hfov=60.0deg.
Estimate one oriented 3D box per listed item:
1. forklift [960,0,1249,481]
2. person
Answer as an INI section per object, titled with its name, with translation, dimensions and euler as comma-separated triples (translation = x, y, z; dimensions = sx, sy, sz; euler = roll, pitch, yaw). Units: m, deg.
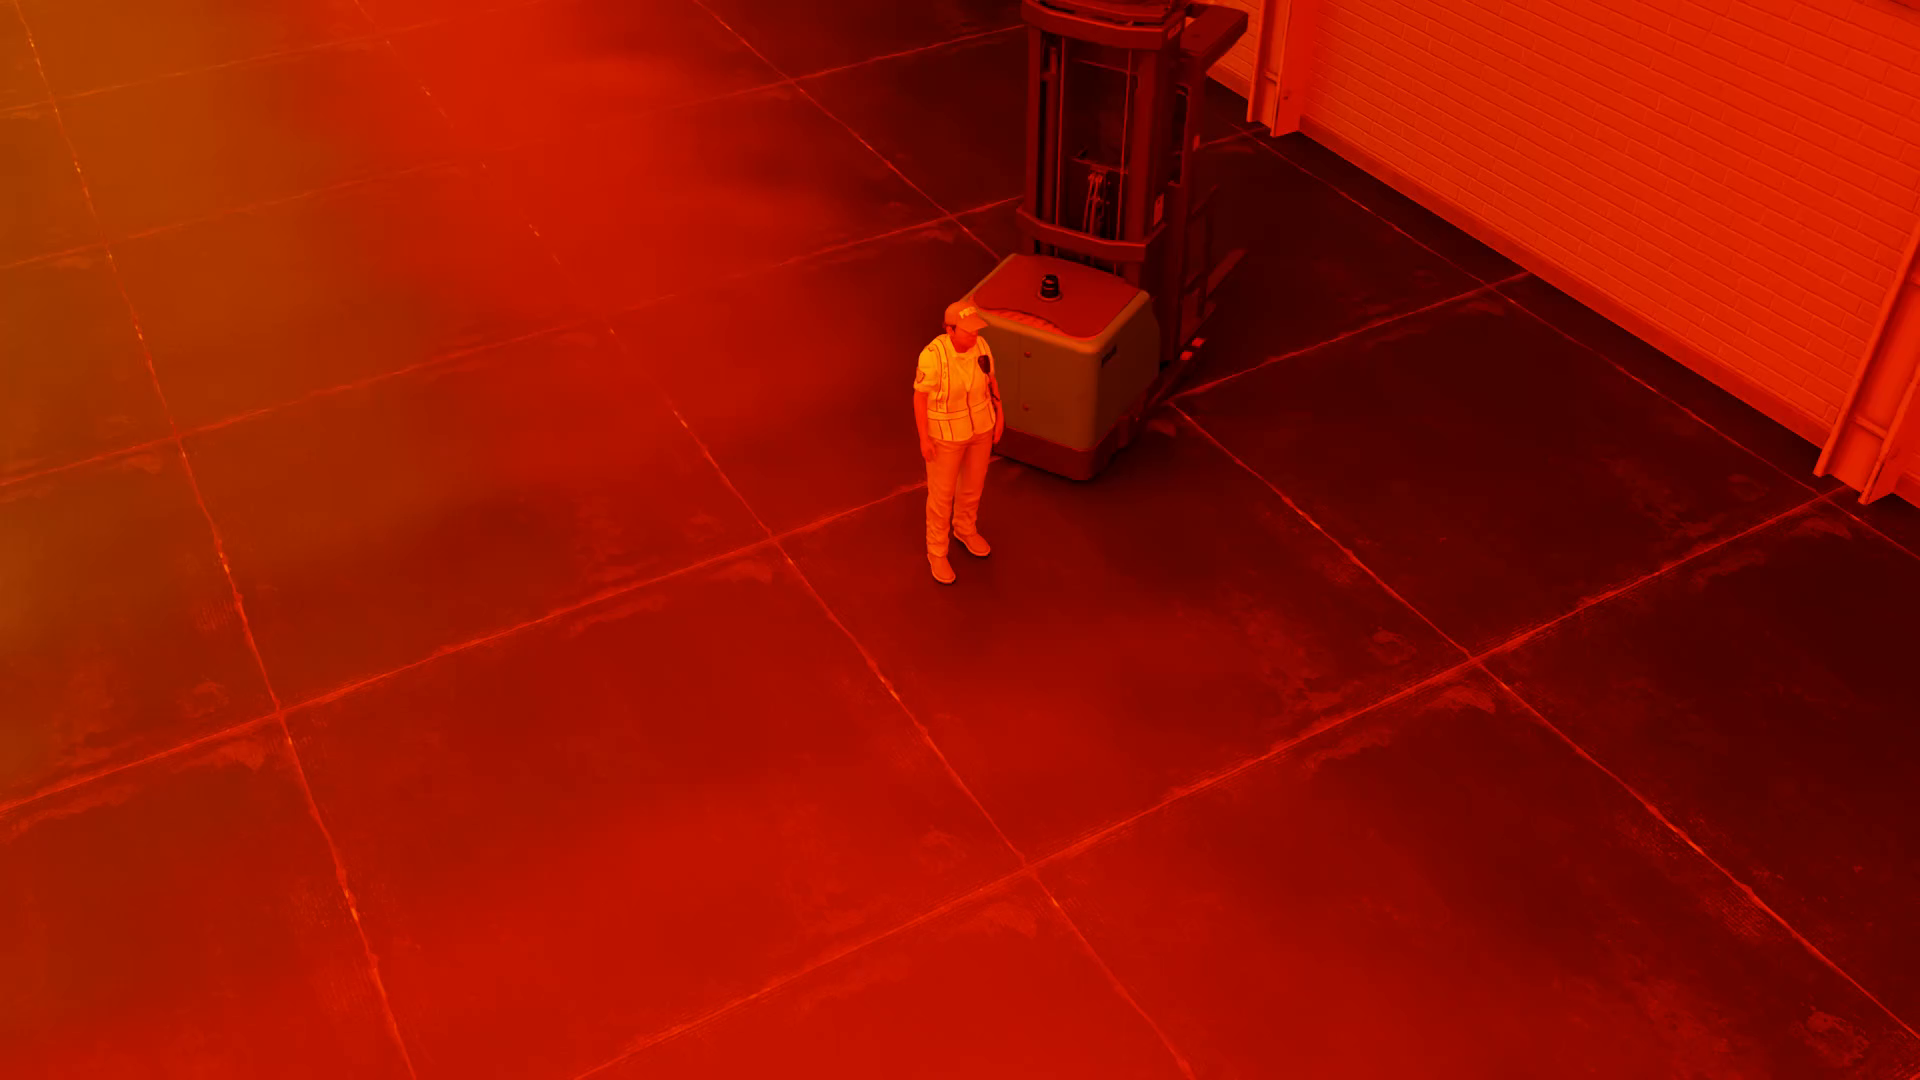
[forklift]
translation = 1.123, -2.433, 10.969
dimensions = 1.130, 2.935, 3.031
euler = 20, 44, 23
[person]
translation = 0.019, -0.598, 9.735
dimensions = 0.598, 1.670, 0.529
euler = -20, 44, -23
